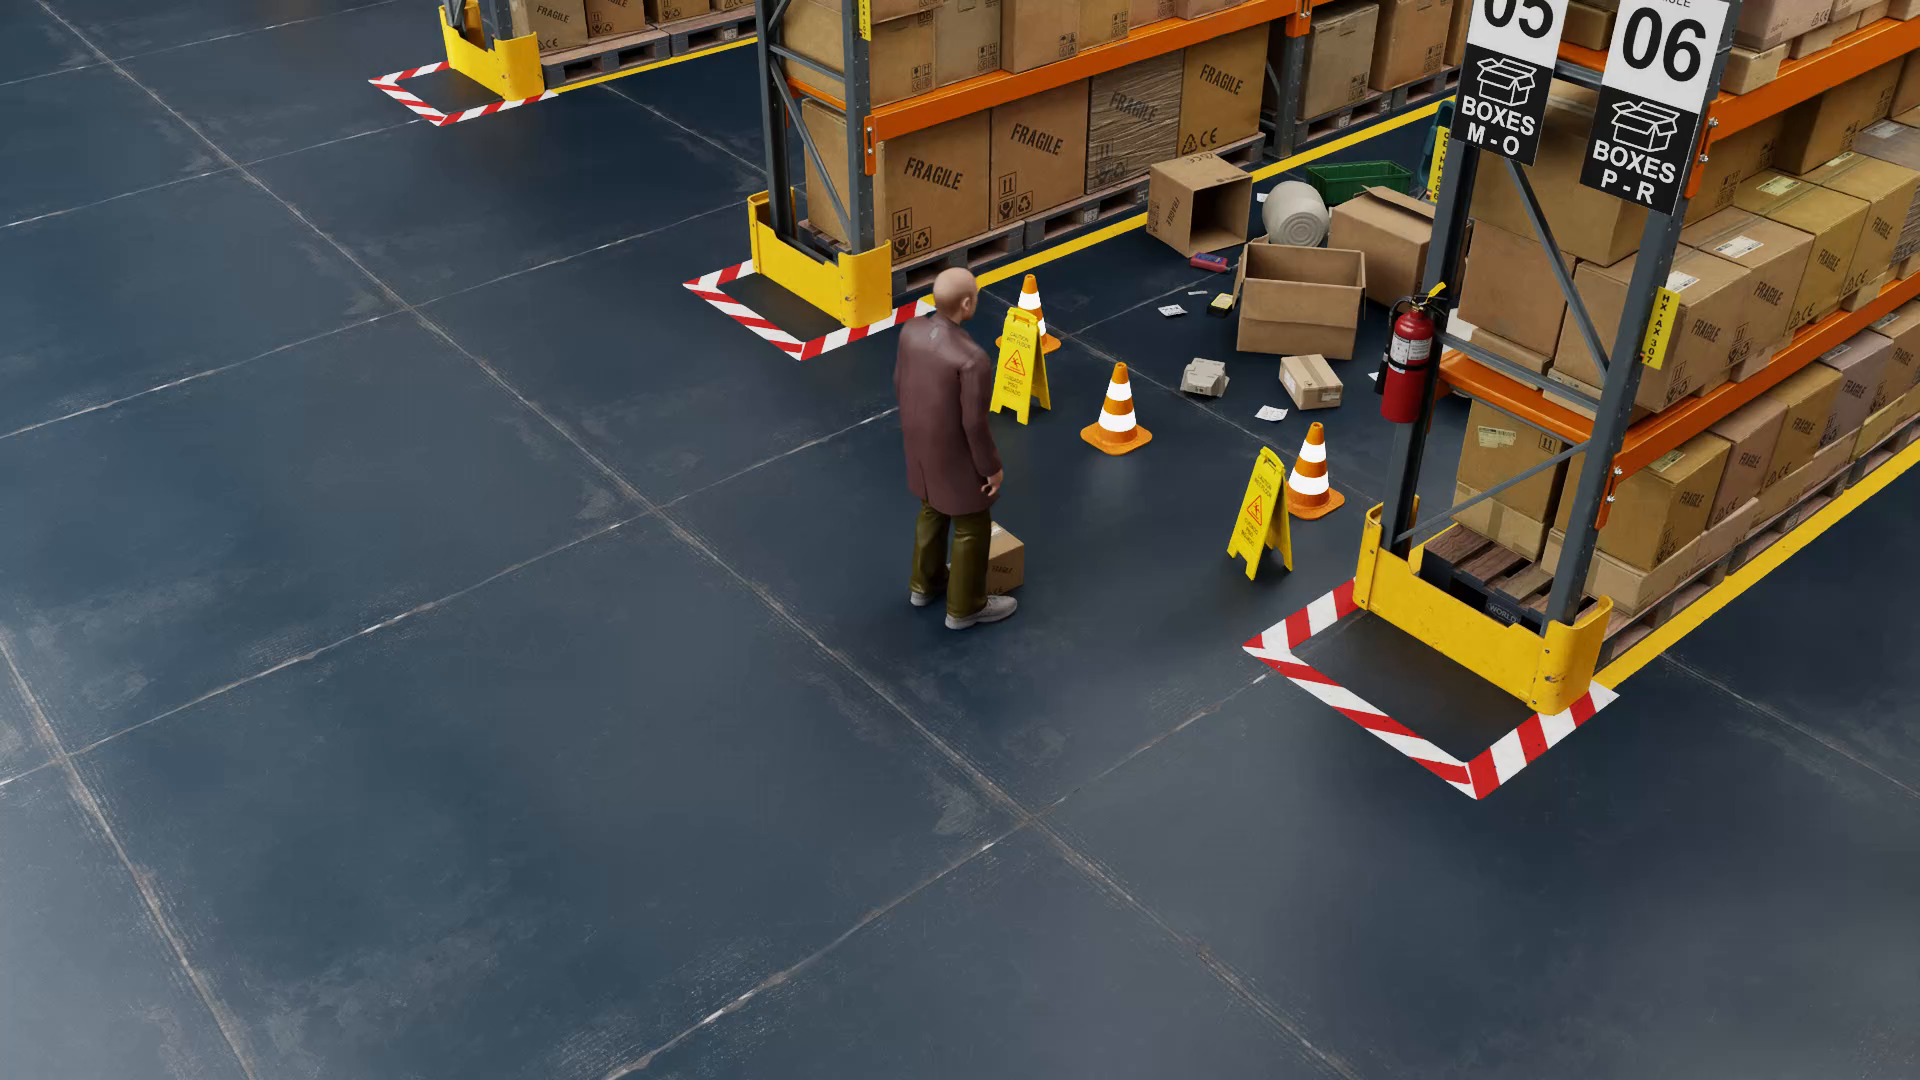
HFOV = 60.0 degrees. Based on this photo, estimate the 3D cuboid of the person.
[{"bbox_3d":[-0.045,-0.421,7.684,0.420,1.774,0.643,-26,43,-32],"label":"person"}]
